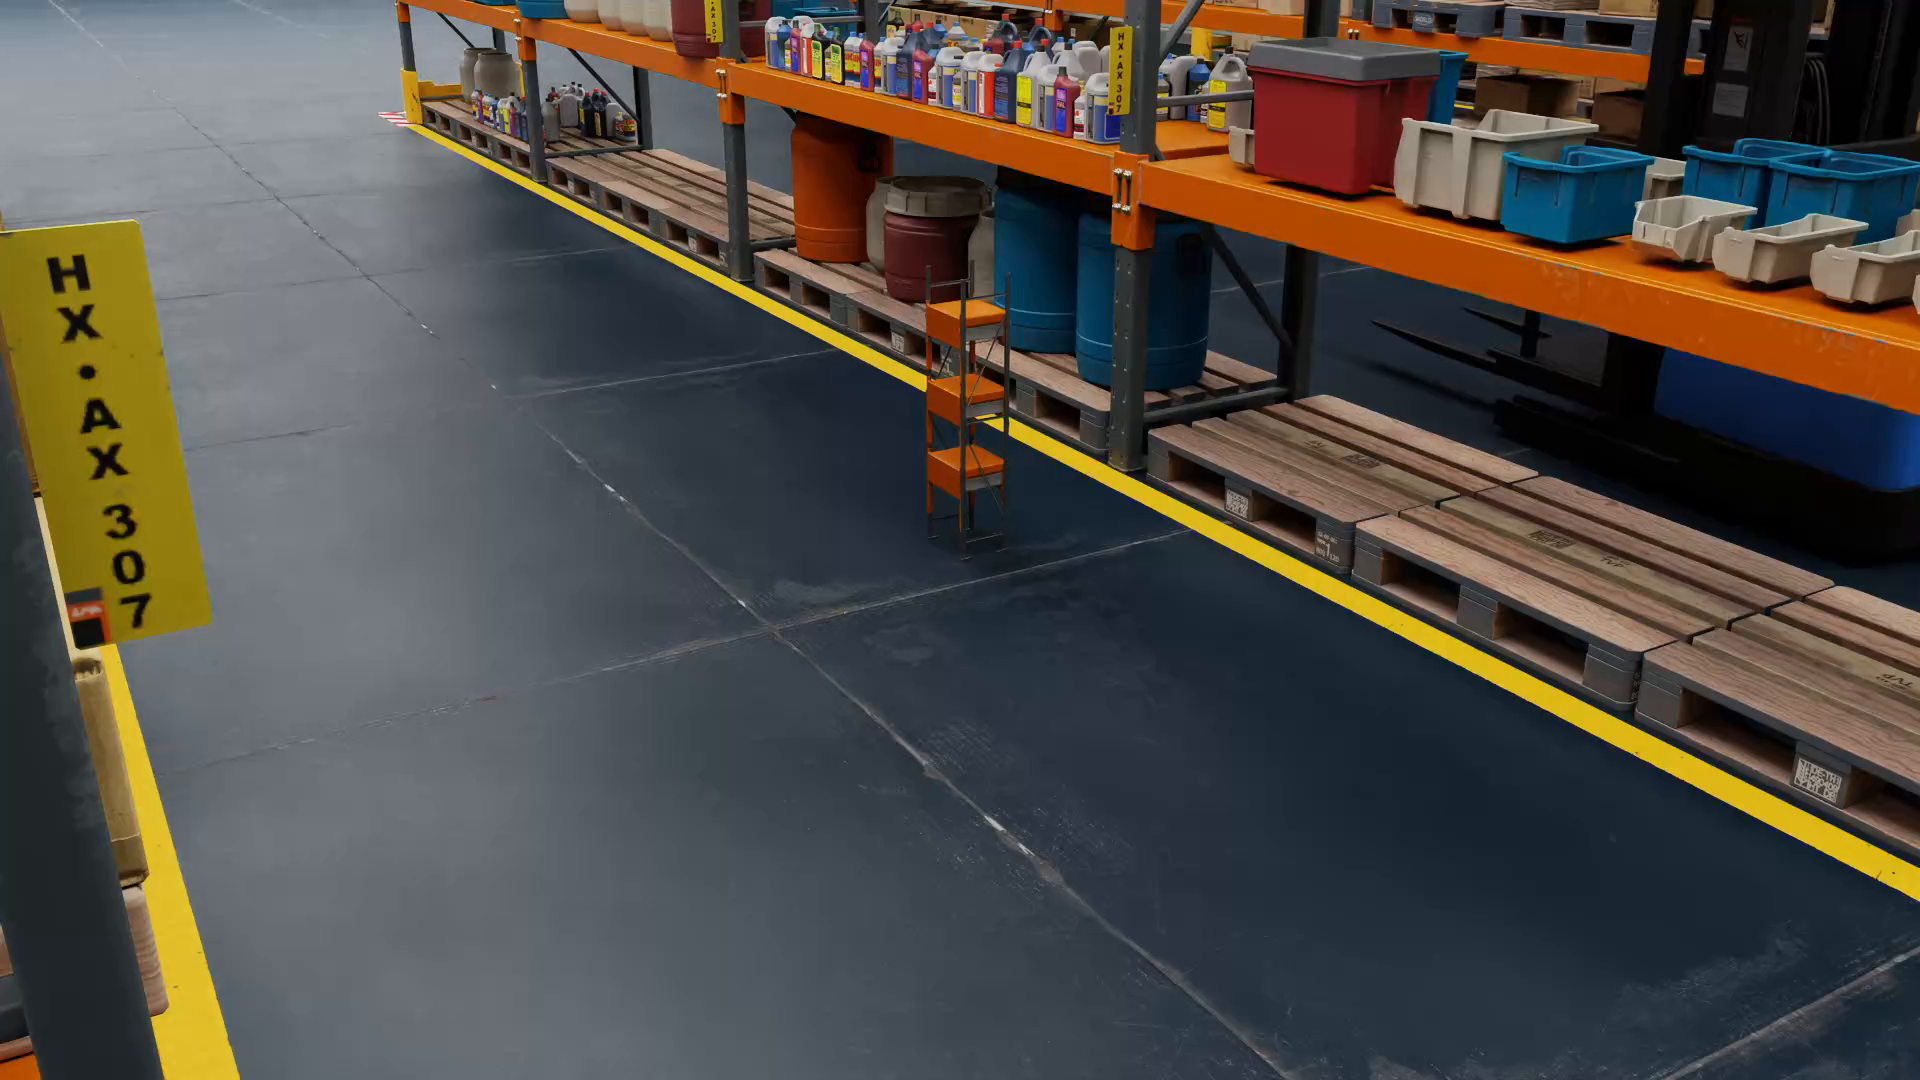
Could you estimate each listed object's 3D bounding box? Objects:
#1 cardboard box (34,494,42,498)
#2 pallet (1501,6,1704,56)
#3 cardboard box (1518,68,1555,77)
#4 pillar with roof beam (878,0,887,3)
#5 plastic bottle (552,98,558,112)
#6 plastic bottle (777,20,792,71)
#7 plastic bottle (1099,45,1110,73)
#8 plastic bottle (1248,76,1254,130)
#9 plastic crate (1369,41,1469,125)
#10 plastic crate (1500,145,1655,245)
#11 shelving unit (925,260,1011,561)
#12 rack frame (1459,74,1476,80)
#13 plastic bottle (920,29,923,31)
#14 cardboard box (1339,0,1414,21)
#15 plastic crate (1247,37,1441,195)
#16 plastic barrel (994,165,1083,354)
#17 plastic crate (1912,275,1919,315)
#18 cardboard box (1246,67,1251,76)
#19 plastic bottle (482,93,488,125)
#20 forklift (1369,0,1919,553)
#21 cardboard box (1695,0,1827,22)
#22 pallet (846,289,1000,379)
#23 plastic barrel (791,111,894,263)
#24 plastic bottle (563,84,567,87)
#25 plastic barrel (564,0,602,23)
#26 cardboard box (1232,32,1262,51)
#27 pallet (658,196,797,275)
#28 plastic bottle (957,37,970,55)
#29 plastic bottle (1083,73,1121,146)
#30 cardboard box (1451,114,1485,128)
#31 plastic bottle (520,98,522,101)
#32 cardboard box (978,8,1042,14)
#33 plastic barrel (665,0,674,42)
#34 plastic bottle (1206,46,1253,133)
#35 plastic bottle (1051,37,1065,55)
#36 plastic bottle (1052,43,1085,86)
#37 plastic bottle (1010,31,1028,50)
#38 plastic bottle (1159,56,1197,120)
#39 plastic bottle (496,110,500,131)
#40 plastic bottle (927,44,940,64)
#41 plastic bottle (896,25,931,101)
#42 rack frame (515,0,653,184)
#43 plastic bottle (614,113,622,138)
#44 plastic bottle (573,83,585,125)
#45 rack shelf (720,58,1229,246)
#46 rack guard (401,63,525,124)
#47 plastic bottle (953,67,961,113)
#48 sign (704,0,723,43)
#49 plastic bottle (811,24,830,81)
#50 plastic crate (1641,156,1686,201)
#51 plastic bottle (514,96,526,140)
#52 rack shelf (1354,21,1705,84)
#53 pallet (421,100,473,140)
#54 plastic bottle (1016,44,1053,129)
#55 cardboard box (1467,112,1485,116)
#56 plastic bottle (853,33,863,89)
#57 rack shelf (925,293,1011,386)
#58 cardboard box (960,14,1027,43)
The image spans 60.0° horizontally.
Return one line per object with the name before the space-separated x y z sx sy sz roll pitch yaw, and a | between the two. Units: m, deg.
cardboard box | -1.410 0.025 2.069 0.500 0.250 0.500 -13 25 -29
pallet | 4.304 -3.308 10.722 1.003 0.211 1.213 -13 25 -28
cardboard box | 6.217 -4.928 17.187 0.700 0.500 0.500 -13 26 -29
pillar with roof beam | -5.253 -13.345 27.193 9.100 9.000 0.400 -13 25 -28
plastic bottle | -3.647 -3.899 15.054 0.097 0.201 0.097 0 22 0
plastic bottle | -0.975 -2.770 9.313 0.097 0.271 0.097 0 22 0
plastic bottle | 0.708 -2.245 8.016 0.152 0.276 0.135 -13 25 -28
plastic bottle | 1.269 -1.926 7.222 0.061 0.283 0.133 -13 25 -28
plastic crate | 1.621 -1.714 6.487 0.392 0.384 0.575 -13 25 -28
plastic crate | 1.863 -1.050 5.055 0.416 0.233 0.300 -13 25 -28
shelving unit | 0.027 -0.469 6.071 0.215 1.050 0.252 -13 25 -28
rack frame | 5.520 -6.275 17.765 1.000 3.000 0.127 -13 25 -28
plastic bottle | -0.219 -2.818 9.524 0.097 0.201 0.097 0 22 0
cardboard box | 3.158 -4.111 12.560 0.500 0.311 0.500 -11 25 -25
plastic crate | 1.330 -1.500 5.853 0.402 0.464 0.583 -13 25 -28
plastic barrel | 0.464 -1.411 8.027 0.600 0.901 0.708 -13 25 -28
plastic crate | 2.560 -0.619 4.122 0.396 0.136 0.243 -13 25 -28
cardboard box | 2.494 -3.933 14.352 0.500 0.311 0.500 -13 25 -29
plastic bottle | -4.207 -3.846 14.829 0.097 0.271 0.097 0 22 0
forklift | 3.067 -1.827 6.913 1.130 2.935 3.031 -11 24 -25
cardboard box | 4.894 -3.379 9.950 0.700 0.500 0.500 -8 24 -20
pallet | 0.104 -1.141 8.838 1.003 0.211 1.213 -13 25 -28
plastic barrel | -0.689 -2.108 9.840 0.600 0.830 0.708 -13 25 -28
plastic bottle | -3.650 -4.065 15.352 0.061 0.283 0.133 -12 25 -27
plastic barrel | -2.697 -4.080 12.186 0.433 0.535 0.433 0 22 0
cardboard box | 3.753 -6.286 20.781 0.500 0.311 0.500 -16 27 -34
pallet | -1.316 -2.041 11.052 1.003 0.211 1.213 -13 25 -28
plastic bottle | 0.029 -2.660 9.137 0.097 0.201 0.097 0 22 0
plastic bottle | 0.610 -1.787 6.890 0.152 0.276 0.135 -13 25 -28
cardboard box | 3.566 -2.701 11.708 0.500 0.500 0.500 -14 26 -30
plastic bottle | -3.762 -3.662 14.361 0.061 0.283 0.133 -13 25 -28
cardboard box | 0.527 -5.284 17.427 0.500 0.500 0.500 -13 25 -28
plastic barrel | -1.663 -3.418 10.589 0.421 0.512 0.421 0 22 0
plastic bottle | 1.168 -1.946 7.181 0.144 0.351 0.185 -13 25 -28
plastic bottle | 0.504 -2.392 8.384 0.097 0.271 0.097 0 22 0
plastic bottle | 0.463 -2.019 7.361 0.144 0.351 0.185 -13 25 -28
plastic bottle | 0.314 -2.487 8.601 0.061 0.283 0.133 -13 25 -28
plastic bottle | 0.994 -2.064 7.570 0.152 0.276 0.135 -13 25 -28
plastic bottle | -4.000 -3.683 14.520 0.097 0.201 0.097 0 22 0
plastic bottle | -0.120 -2.273 8.090 0.097 0.271 0.097 0 22 0
plastic bottle | -0.224 -2.348 8.170 0.144 0.351 0.185 -13 25 -28
rack frame | -2.997 -4.369 13.077 1.000 3.000 0.127 -13 25 -28
plastic bottle | -2.887 -3.530 14.144 0.097 0.201 0.097 0 22 0
plastic bottle | -3.366 -3.886 14.821 0.144 0.351 0.185 -13 25 -29
rack shelf | 0.068 -2.094 8.434 1.077 0.370 4.000 -13 25 -28
rack guard | -4.961 -4.490 16.695 1.175 0.500 0.348 -13 25 -28
plastic bottle | 0.014 -2.110 7.783 0.097 0.201 0.097 0 22 0
sign | -1.423 -3.042 9.595 0.100 0.325 0.005 -13 25 -28
plastic bottle | -0.745 -2.616 8.919 0.061 0.283 0.133 -13 25 -28
plastic crate | 2.237 -1.179 5.500 0.293 0.136 0.466 -13 25 -28
plastic bottle | -3.672 -3.561 14.022 0.144 0.351 0.185 -14 26 -31
rack shelf | 4.328 -3.045 10.775 1.077 0.370 4.000 -13 25 -28
pallet | -4.551 -4.093 16.100 1.003 0.211 1.213 -13 25 -28
plastic bottle | 0.339 -1.991 7.292 0.144 0.351 0.185 -13 25 -28
cardboard box | 3.986 -2.814 11.987 0.500 0.500 0.500 -12 25 -26
plastic bottle | -0.503 -2.470 8.577 0.097 0.271 0.097 0 22 0
rack shelf | 0.027 -0.722 5.968 0.215 0.259 0.240 -13 25 -28
cardboard box | 0.334 -5.022 16.782 0.500 0.500 0.500 -13 25 -28
